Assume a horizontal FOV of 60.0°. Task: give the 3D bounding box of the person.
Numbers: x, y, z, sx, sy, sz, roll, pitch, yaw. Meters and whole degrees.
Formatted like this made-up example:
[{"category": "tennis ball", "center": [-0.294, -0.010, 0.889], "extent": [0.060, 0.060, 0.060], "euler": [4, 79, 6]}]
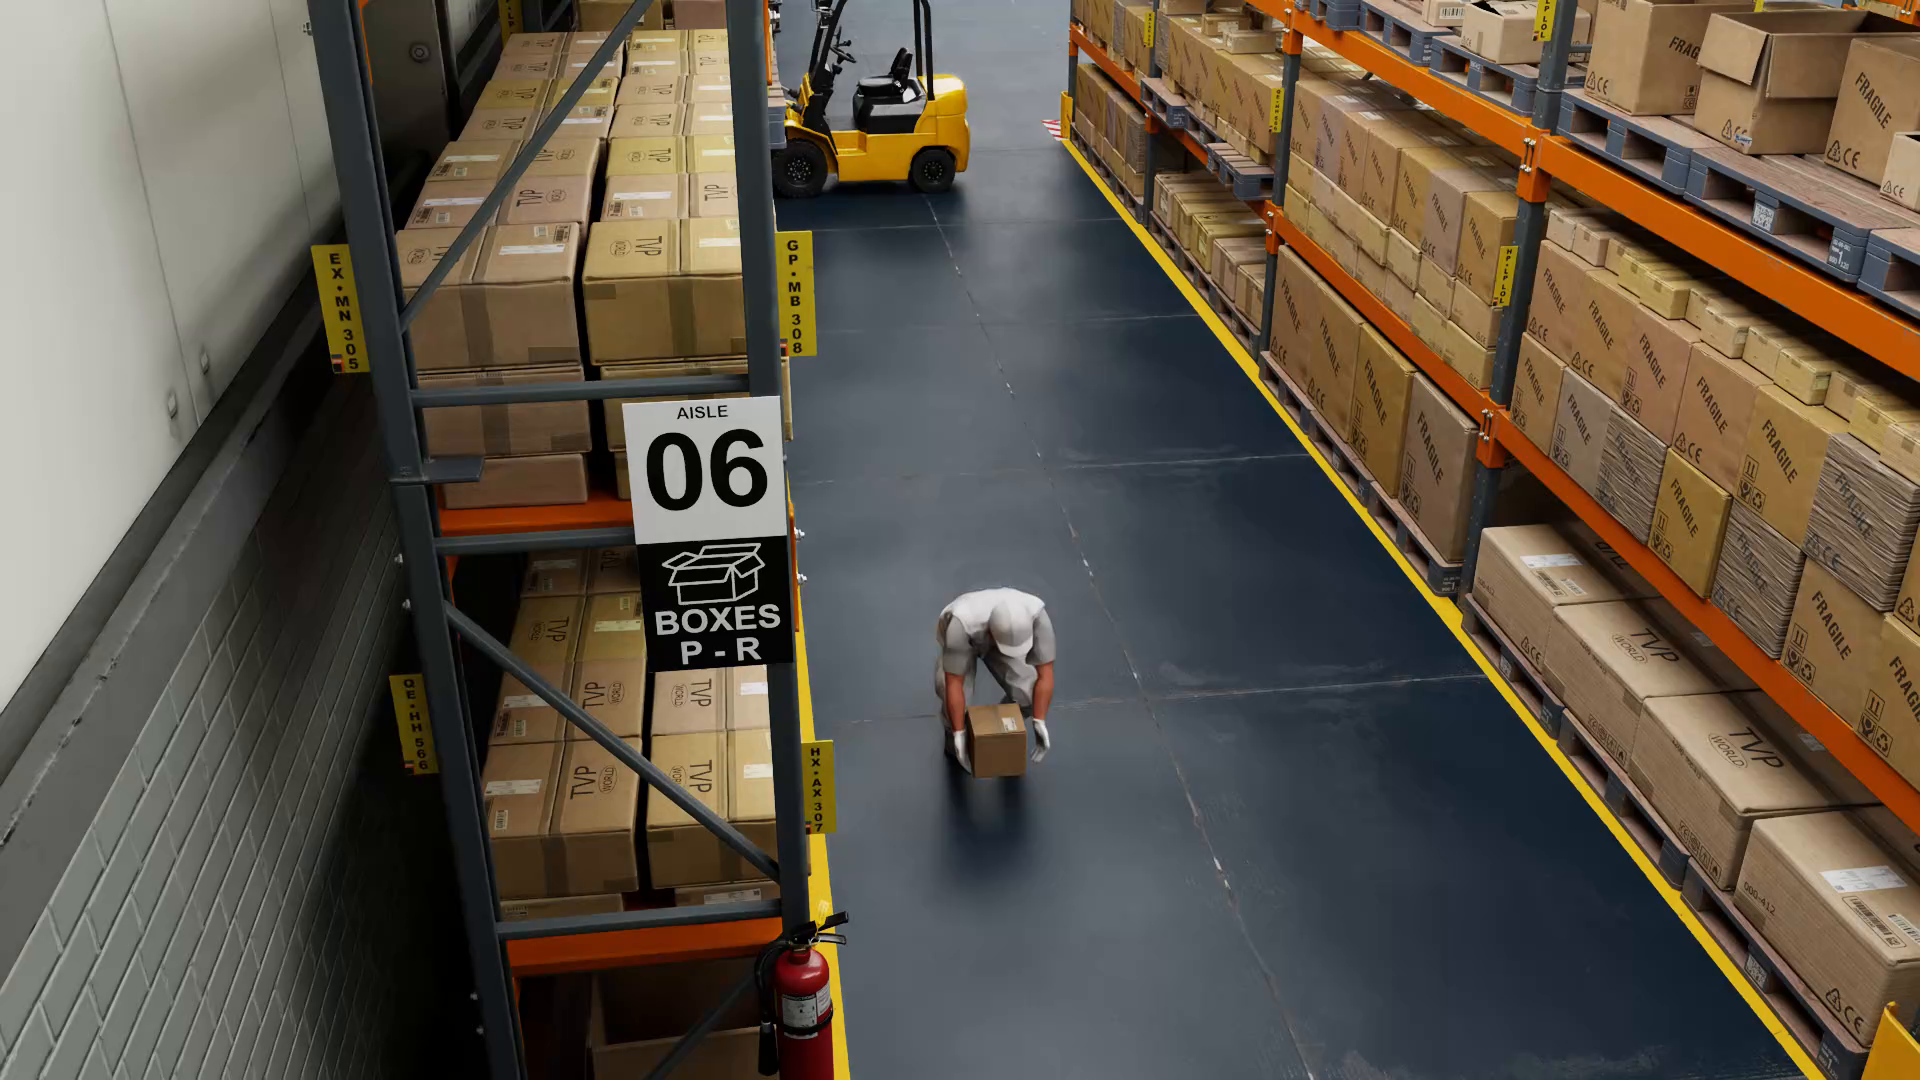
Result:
[{"category": "person", "center": [0.162, 0.618, 8.189], "extent": [0.575, 1.056, 0.867], "euler": [-4, 27, -7]}]
